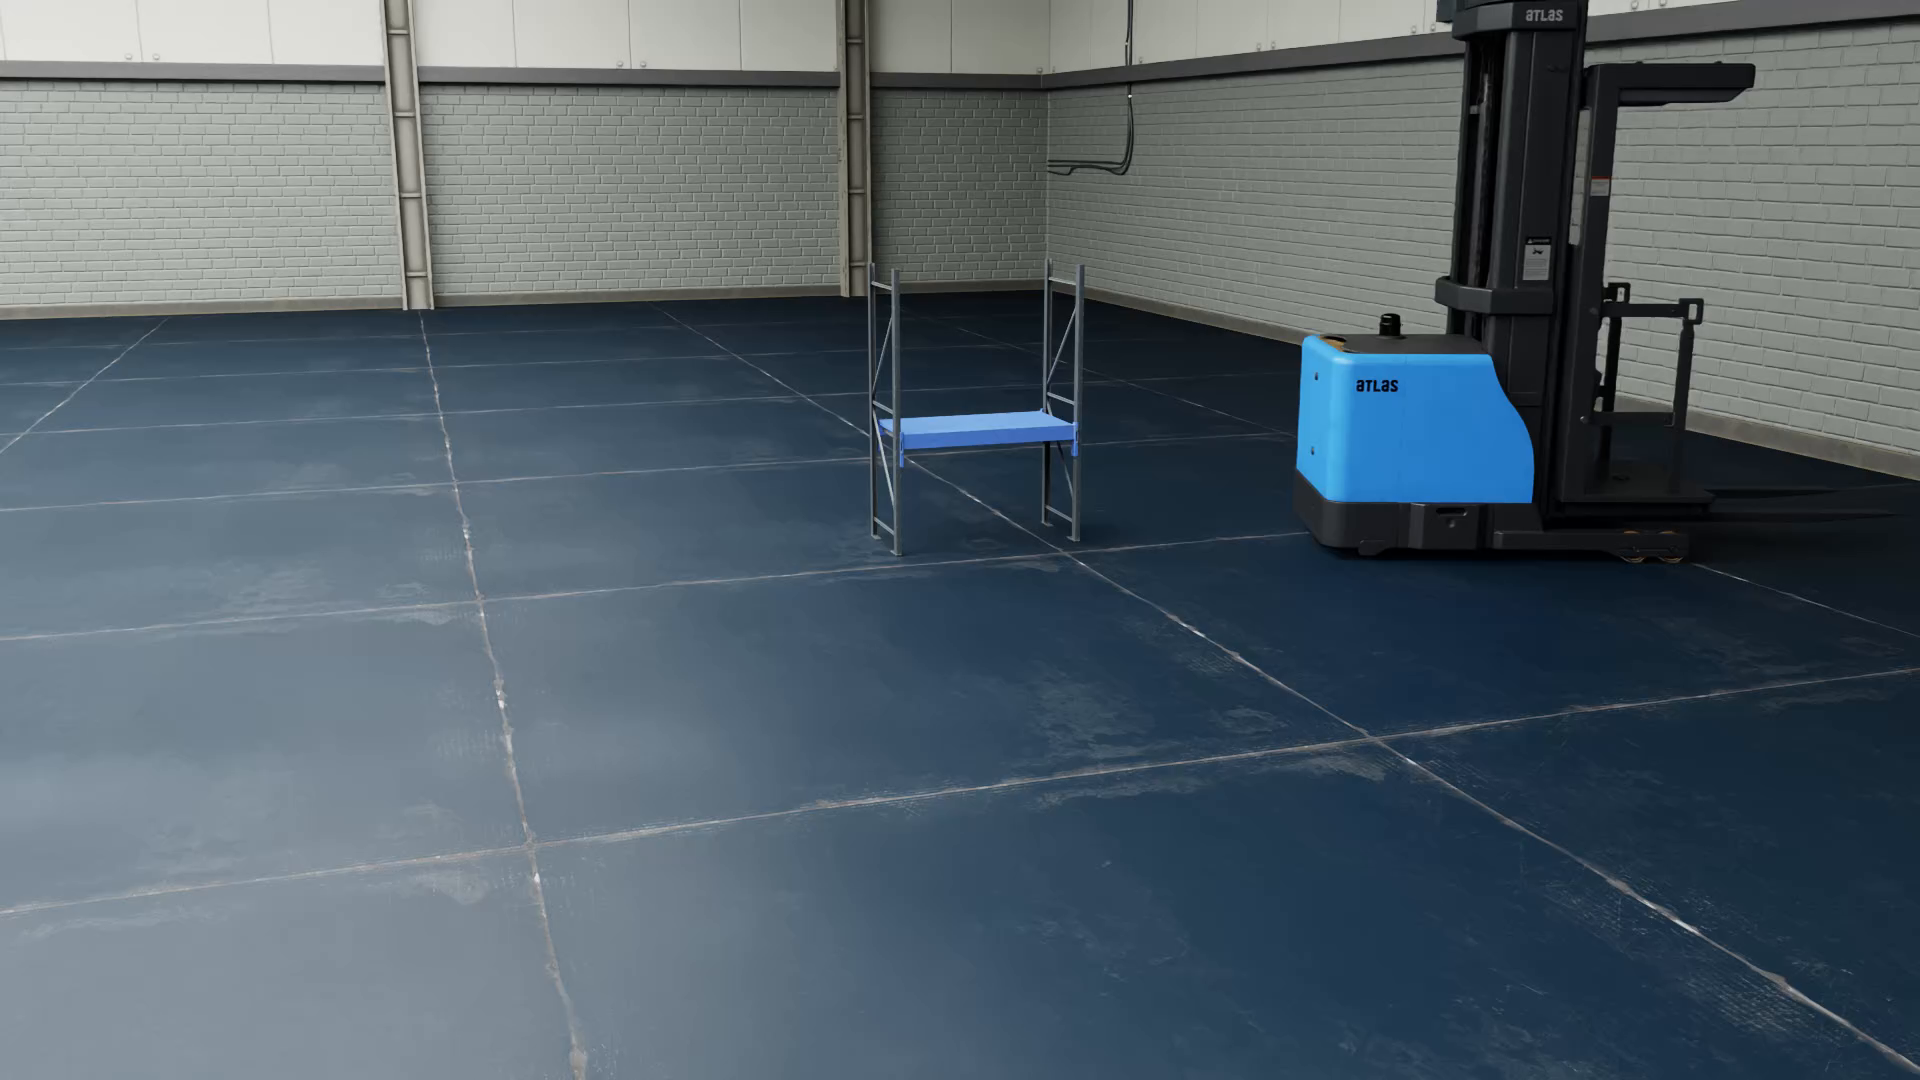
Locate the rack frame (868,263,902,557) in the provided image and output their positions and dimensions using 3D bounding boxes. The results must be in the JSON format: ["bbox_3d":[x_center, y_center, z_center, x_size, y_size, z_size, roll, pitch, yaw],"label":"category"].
[{"bbox_3d":[-0.401,-0.698,8.838,0.032,1.500,0.500,-4,14,-18],"label":"rack frame"}]

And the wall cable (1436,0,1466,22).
[{"bbox_3d":[4.737,-7.389,13.411,0.169,6.003,2.305,-4,14,-18],"label":"wall cable"}]

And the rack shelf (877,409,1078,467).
[{"bbox_3d":[0.081,-0.561,9.037,1.000,0.185,0.538,-4,14,-18],"label":"rack shelf"}]

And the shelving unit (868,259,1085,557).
[{"bbox_3d":[0.081,-0.736,8.996,1.048,1.500,0.538,-4,14,-18],"label":"shelving unit"}]

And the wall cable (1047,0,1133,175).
[{"bbox_3d":[1.725,-6.307,22.922,0.112,2.526,3.097,-4,14,-18],"label":"wall cable"}]

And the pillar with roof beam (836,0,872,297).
[{"bbox_3d":[-0.116,-6.946,18.898,0.400,9.000,9.100,-4,14,-18],"label":"pillar with roof beam"}]

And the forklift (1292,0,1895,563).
[{"bbox_3d":[3.422,-1.430,8.822,3.031,2.935,1.130,0,13,1],"label":"forklift"}]

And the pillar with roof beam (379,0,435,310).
[{"bbox_3d":[-5.803,-6.503,17.037,0.400,9.000,9.100,-4,14,-18],"label":"pillar with roof beam"}]

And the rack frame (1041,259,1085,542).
[{"bbox_3d":[0.563,-0.773,9.153,0.032,1.500,0.500,-4,14,-18],"label":"rack frame"}]
